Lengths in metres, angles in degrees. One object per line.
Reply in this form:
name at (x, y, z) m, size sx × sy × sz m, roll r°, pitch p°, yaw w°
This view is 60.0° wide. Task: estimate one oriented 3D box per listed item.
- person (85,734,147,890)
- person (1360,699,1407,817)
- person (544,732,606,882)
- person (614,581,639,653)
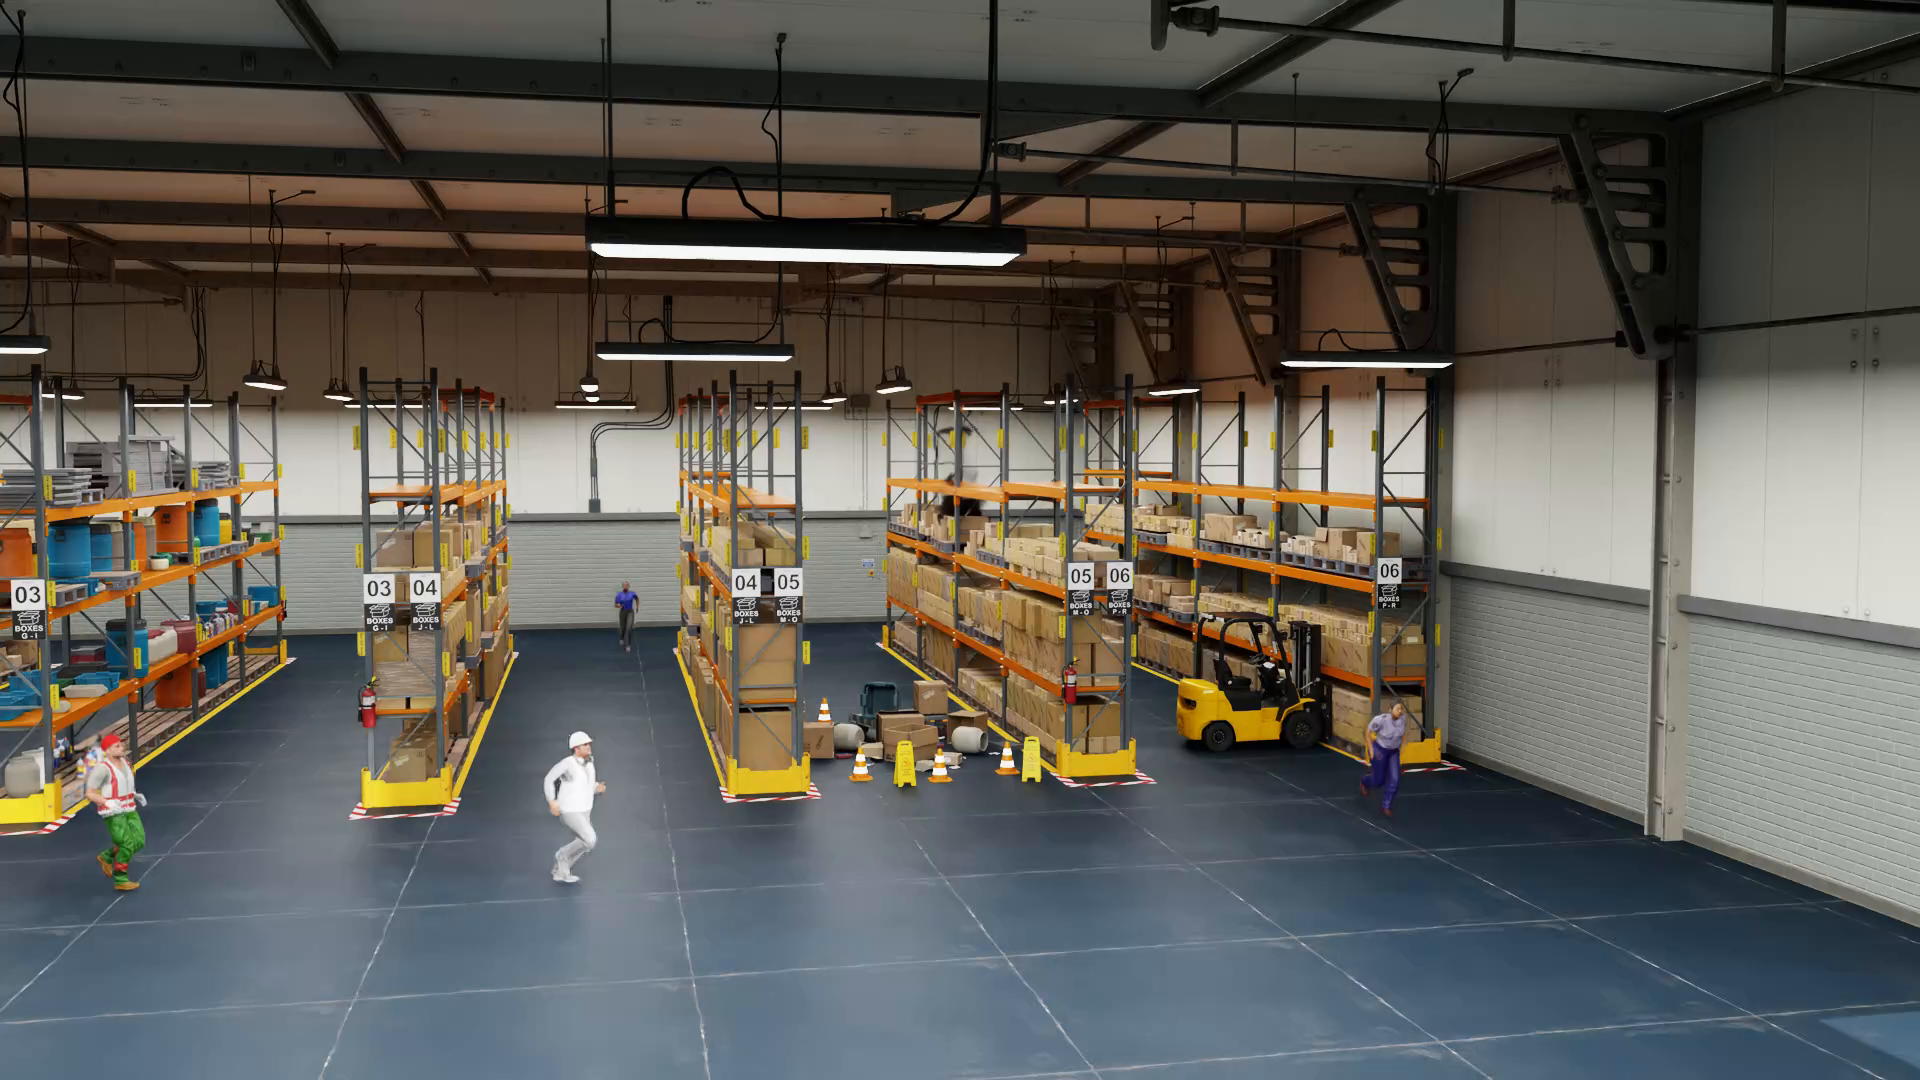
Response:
person at (-9.419, 3.030, 18.529) m, size 0.622 × 1.735 × 0.654 m, roll 1°, pitch 3°, yaw 13°
person at (5.705, 2.908, 22.445) m, size 0.606 × 1.599 × 0.823 m, roll -1°, pitch 4°, yaw -24°
person at (-4.296, 3.015, 18.711) m, size 0.670 × 1.707 × 0.648 m, roll 1°, pitch 4°, yaw 20°
person at (-7.967, 1.821, 39.772) m, size 0.588 × 1.660 × 0.921 m, roll -1°, pitch 3°, yaw -8°
